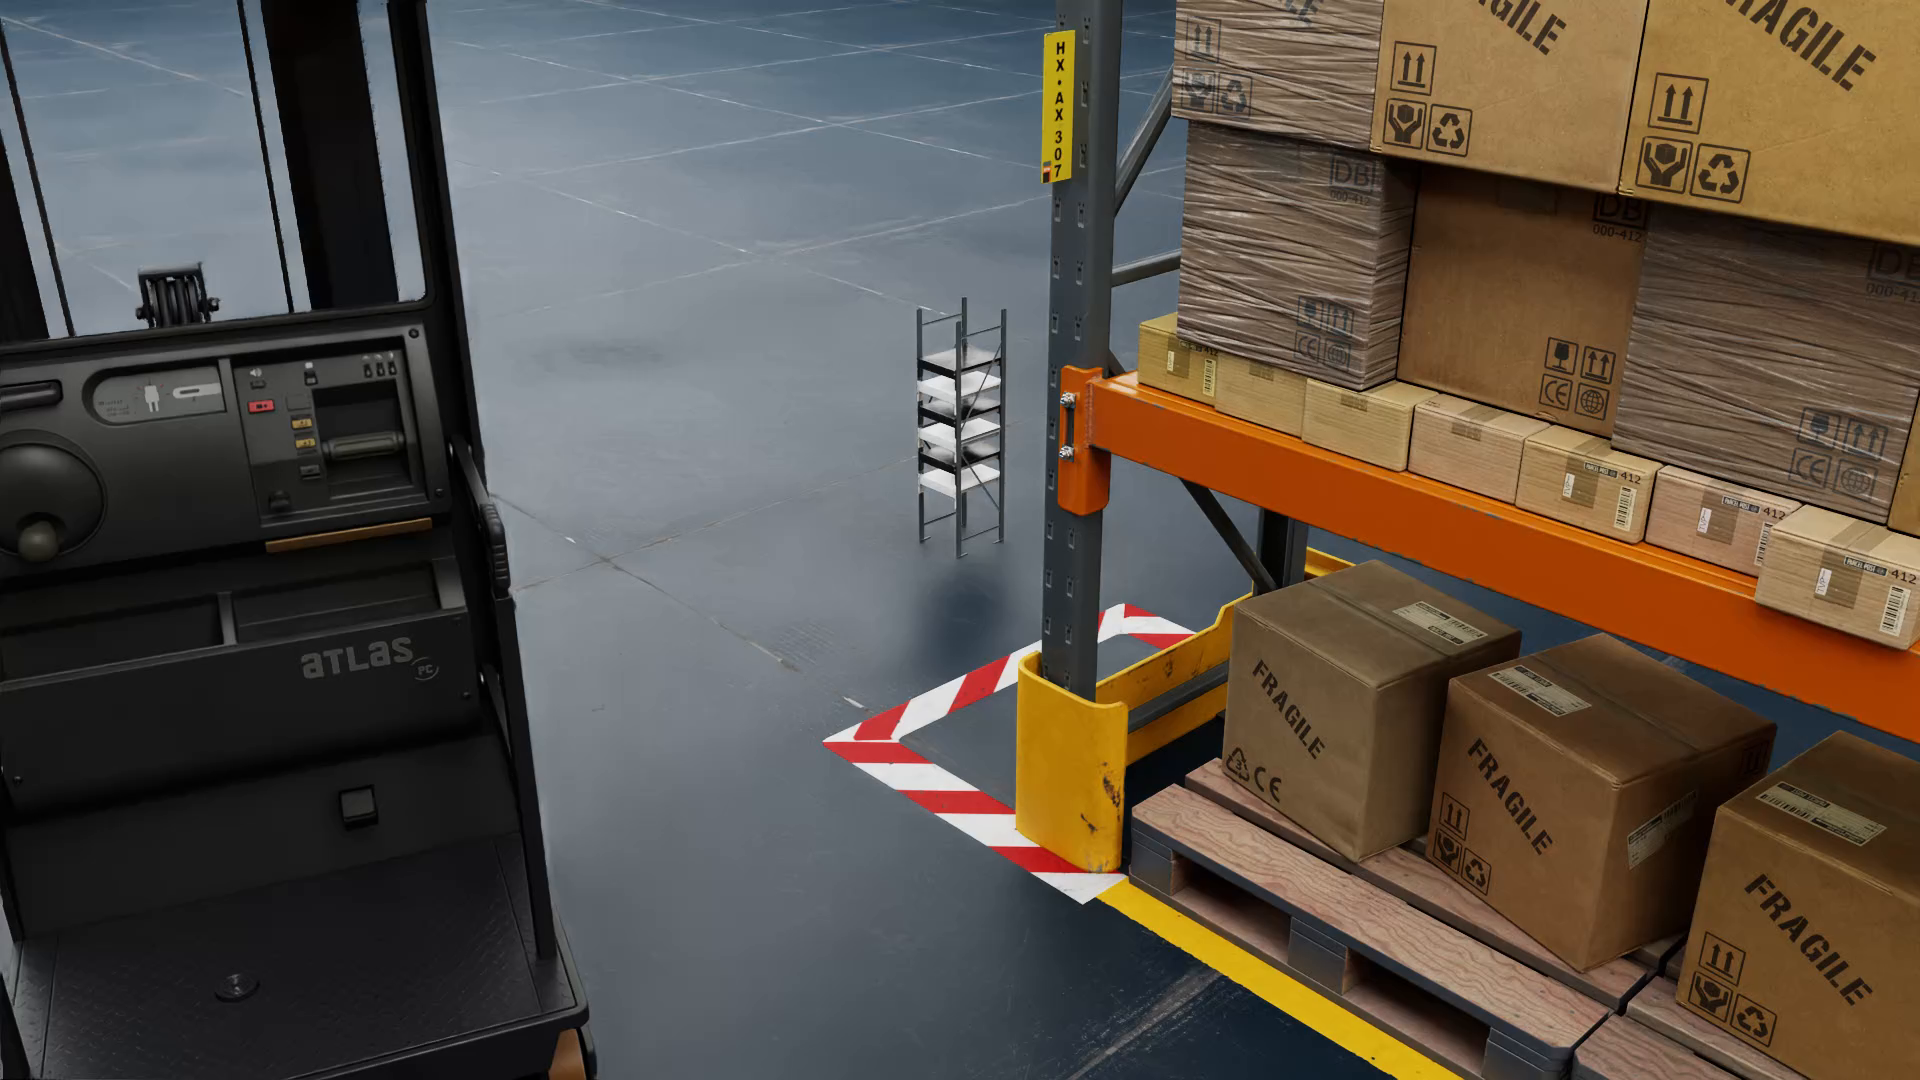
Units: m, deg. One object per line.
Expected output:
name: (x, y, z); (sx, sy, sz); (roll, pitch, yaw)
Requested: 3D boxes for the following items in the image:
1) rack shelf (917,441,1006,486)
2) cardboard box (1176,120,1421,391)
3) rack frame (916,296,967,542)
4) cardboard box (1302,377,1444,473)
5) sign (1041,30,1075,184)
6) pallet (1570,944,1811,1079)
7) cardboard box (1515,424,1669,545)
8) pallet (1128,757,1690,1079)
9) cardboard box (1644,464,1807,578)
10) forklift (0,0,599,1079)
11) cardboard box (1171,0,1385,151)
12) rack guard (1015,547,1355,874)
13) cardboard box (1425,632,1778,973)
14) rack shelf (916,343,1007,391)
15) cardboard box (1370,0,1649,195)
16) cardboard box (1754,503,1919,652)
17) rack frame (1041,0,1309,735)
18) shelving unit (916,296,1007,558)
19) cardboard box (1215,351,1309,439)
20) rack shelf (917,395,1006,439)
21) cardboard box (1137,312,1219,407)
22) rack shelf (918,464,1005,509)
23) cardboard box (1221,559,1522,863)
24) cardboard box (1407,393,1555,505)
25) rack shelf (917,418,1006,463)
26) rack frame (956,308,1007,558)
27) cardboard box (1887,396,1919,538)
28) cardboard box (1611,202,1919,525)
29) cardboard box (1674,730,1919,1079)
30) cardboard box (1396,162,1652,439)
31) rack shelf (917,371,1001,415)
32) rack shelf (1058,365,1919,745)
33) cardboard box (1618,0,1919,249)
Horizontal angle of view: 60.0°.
rack shelf: (0.006, -0.295, 6.109); (0.258, 0.077, 0.200); (-21, 32, -38)
cardboard box: (0.973, -0.729, 3.756); (0.875, 0.500, 0.500); (-21, 32, -38)
rack frame: (-0.064, -0.438, 6.125); (0.240, 0.900, 0.006); (-21, 32, -38)
cardboard box: (0.954, -0.294, 3.582); (0.380, 0.149, 0.250); (-21, 32, -38)
sign: (0.221, -0.963, 3.704); (0.100, 0.325, 0.005); (-21, 32, -38)
pallet: (2.028, 1.194, 3.378); (1.003, 0.211, 1.213); (-21, 32, -38)
cardboard box: (1.306, -0.146, 3.259); (0.380, 0.149, 0.250); (-21, 32, -38)
pallet: (1.198, 0.825, 4.188); (1.003, 0.211, 1.213); (-21, 32, -38)
cardboard box: (1.497, -0.078, 3.110); (0.380, 0.149, 0.250); (-21, 32, -38)
forklift: (-1.426, -0.164, 3.078); (1.130, 2.935, 3.031); (-10, 26, -21)
cardboard box: (0.794, -1.115, 3.396); (0.500, 0.500, 0.500); (-21, 32, -38)
rack guard: (0.669, 0.437, 4.689); (1.175, 0.500, 0.348); (-21, 32, -38)
cardboard box: (1.465, 0.588, 3.852); (0.500, 0.500, 0.500); (-12, 27, -25)
rack shelf: (0.006, -0.622, 5.960); (0.258, 0.077, 0.200); (-21, 32, -38)
cardboard box: (1.130, -0.961, 3.060); (0.500, 0.500, 0.500); (-21, 32, -38)
cardboard box: (1.592, 0.027, 2.879); (0.380, 0.149, 0.250); (-21, 32, -38)
rack frame: (0.617, -0.723, 4.221); (1.000, 3.000, 0.127); (-21, 32, -38)
shelving unit: (0.006, -0.407, 6.058); (0.258, 0.900, 0.210); (-21, 32, -38)
cardboard box: (0.794, -0.374, 3.758); (0.380, 0.149, 0.250); (-21, 32, -38)
rack shelf: (0.006, -0.459, 6.034); (0.258, 0.077, 0.200); (-21, 32, -38)
cardboard box: (0.638, -0.455, 3.936); (0.380, 0.149, 0.250); (-21, 32, -38)
rack shelf: (0.006, -0.213, 6.146); (0.258, 0.077, 0.200); (-21, 32, -38)
cardboard box: (1.031, 0.417, 4.227); (0.500, 0.500, 0.500); (-15, 28, -29)
cardboard box: (1.140, -0.224, 3.429); (0.380, 0.149, 0.250); (-21, 32, -38)
rack shelf: (0.006, -0.377, 6.072); (0.258, 0.077, 0.200); (-21, 32, -38)
rack frame: (0.075, -0.376, 5.990); (0.240, 0.900, 0.006); (-21, 32, -38)
cardboard box: (2.045, -0.293, 2.800); (0.875, 0.500, 0.500); (-21, 32, -38)
cardboard box: (1.712, -0.448, 3.140); (0.875, 0.500, 0.500); (-21, 32, -38)
cardboard box: (1.879, 0.784, 3.424); (0.500, 0.500, 0.500); (-18, 30, -34)
cardboard box: (1.402, -0.612, 3.499); (0.875, 0.500, 0.500); (-21, 32, -38)
rack shelf: (0.006, -0.540, 5.997); (0.258, 0.077, 0.200); (-21, 32, -38)
rack shelf: (1.984, 0.210, 3.042); (1.077, 0.370, 4.000); (-21, 32, -38)
cardboard box: (1.473, -0.810, 2.729); (0.500, 0.500, 0.500); (-21, 32, -38)
